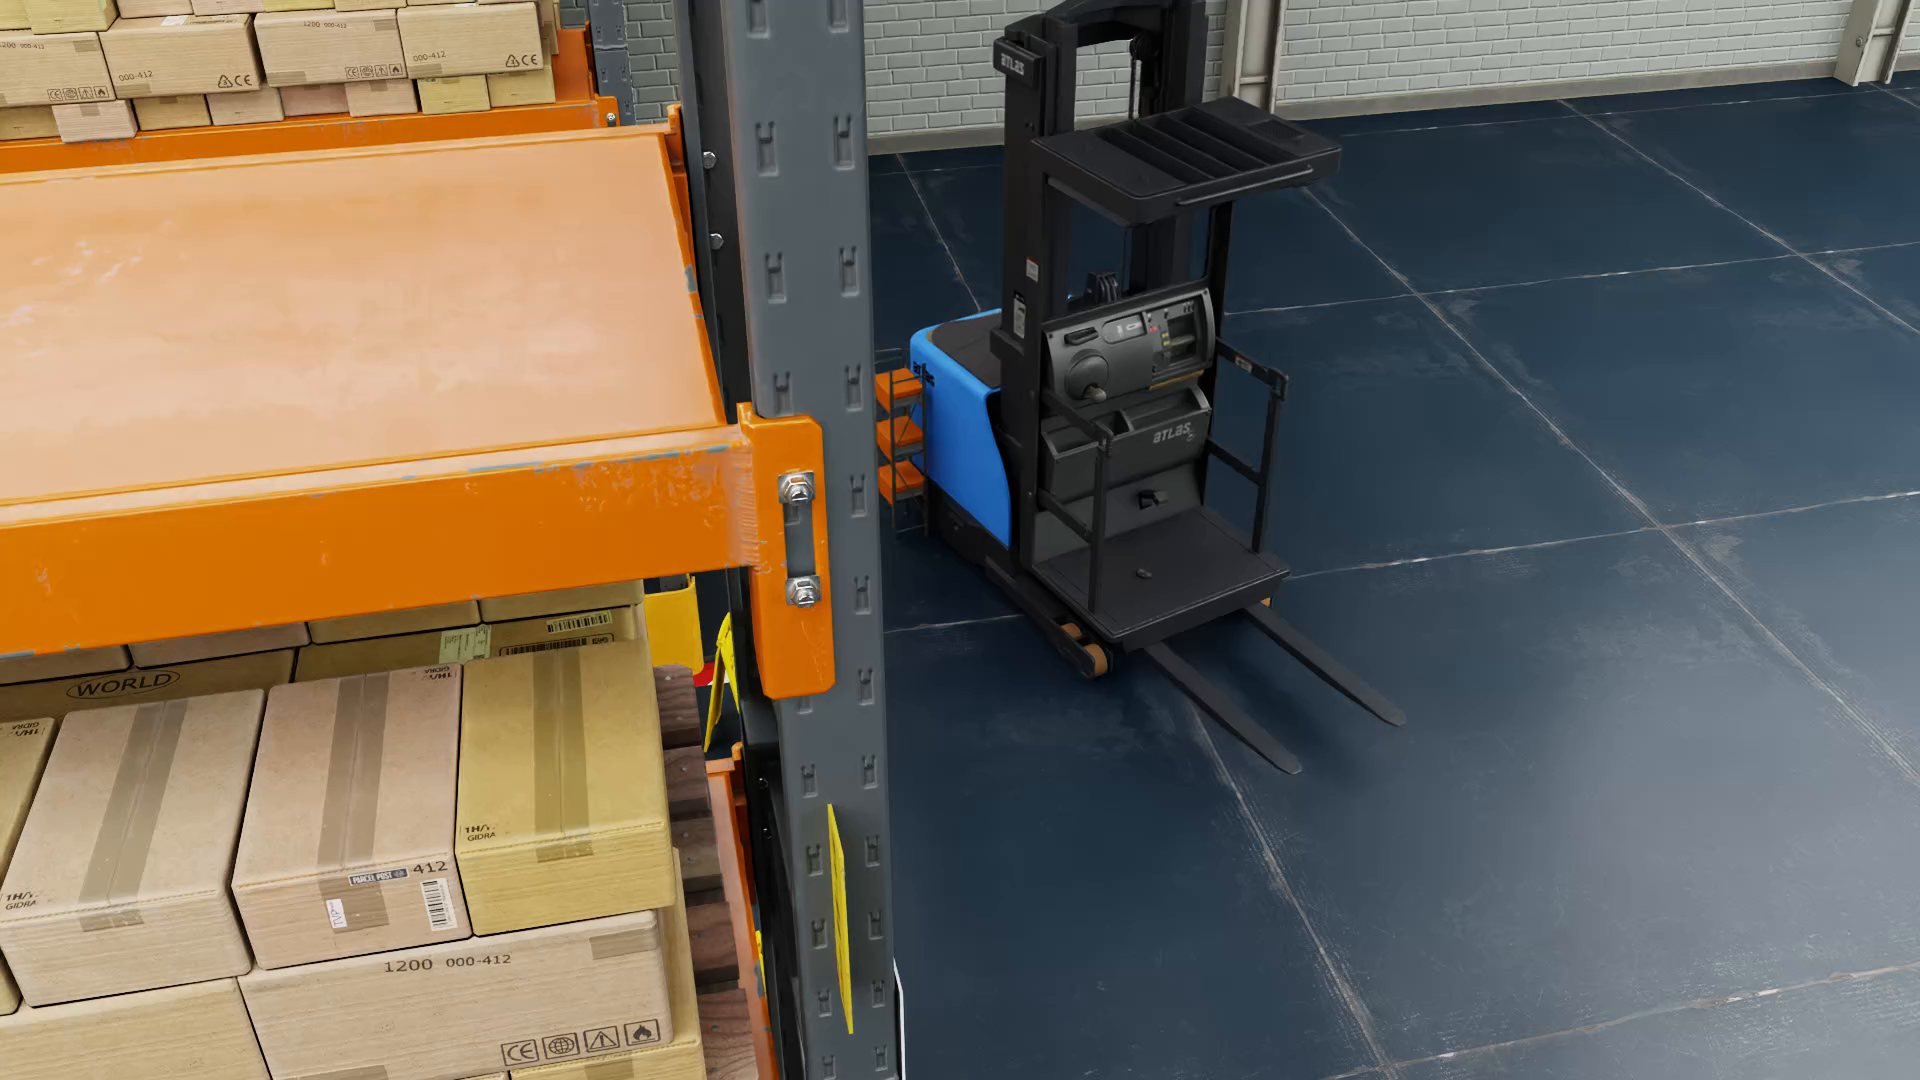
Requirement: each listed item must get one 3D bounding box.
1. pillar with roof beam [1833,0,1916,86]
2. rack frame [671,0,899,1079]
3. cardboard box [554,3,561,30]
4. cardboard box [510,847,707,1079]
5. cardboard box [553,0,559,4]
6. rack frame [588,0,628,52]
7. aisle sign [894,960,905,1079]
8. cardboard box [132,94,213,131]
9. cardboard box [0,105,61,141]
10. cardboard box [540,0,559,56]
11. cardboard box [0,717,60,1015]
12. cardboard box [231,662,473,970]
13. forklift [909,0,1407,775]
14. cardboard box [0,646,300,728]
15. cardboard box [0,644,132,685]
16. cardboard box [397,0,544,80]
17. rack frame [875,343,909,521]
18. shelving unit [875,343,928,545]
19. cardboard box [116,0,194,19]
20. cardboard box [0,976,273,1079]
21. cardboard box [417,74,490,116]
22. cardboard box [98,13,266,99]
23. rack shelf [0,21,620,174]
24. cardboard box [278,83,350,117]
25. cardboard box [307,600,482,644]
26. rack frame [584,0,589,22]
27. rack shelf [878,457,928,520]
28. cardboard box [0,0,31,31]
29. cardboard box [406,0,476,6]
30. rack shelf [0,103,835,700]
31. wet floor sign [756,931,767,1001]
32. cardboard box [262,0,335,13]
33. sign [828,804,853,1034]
[{"bbox_3d":[9.227,-5.633,9.292,0.400,9.000,9.100,-7,35,-11],"label":"pillar with roof beam"},{"bbox_3d":[-0.260,-0.718,1.968,0.127,3.000,1.000,-7,35,-11],"label":"rack frame"},{"bbox_3d":[-2.971,-3.441,11.319,0.500,0.500,0.500,-8,35,-12],"label":"cardboard box"},{"bbox_3d":[-0.510,0.641,2.393,0.250,0.149,0.380,-7,35,-11],"label":"cardboard box"},{"bbox_3d":[-2.826,-3.718,11.150,0.250,0.149,0.380,-7,34,-10],"label":"cardboard box"},{"bbox_3d":[-1.451,-3.396,5.958,0.127,3.000,1.000,-7,35,-11],"label":"rack frame"},{"bbox_3d":[-0.125,0.848,2.685,0.004,0.787,0.394,-7,35,-11],"label":"aisle sign"},{"bbox_3d":[-2.992,-1.708,6.360,0.250,0.149,0.380,-8,35,-12],"label":"cardboard box"},{"bbox_3d":[-3.487,-1.649,6.272,0.250,0.149,0.380,-7,34,-10],"label":"cardboard box"},{"bbox_3d":[-1.846,-2.182,7.066,0.250,0.149,0.380,-7,35,-10],"label":"cardboard box"},{"bbox_3d":[-1.260,0.404,2.030,0.250,0.149,0.380,-7,34,-10],"label":"cardboard box"},{"bbox_3d":[-0.758,0.340,2.125,0.250,0.149,0.380,-7,34,-10],"label":"cardboard box"},{"bbox_3d":[0.915,-0.850,7.609,1.130,2.935,3.031,-19,38,-25],"label":"forklift"},{"bbox_3d":[-1.282,0.233,2.643,0.500,0.250,0.500,-8,35,-11],"label":"cardboard box"},{"bbox_3d":[-1.397,0.045,2.565,0.250,0.149,0.380,-7,34,-10],"label":"cardboard box"},{"bbox_3d":[-1.890,-2.003,6.441,0.500,0.250,0.500,-8,35,-11],"label":"cardboard box"},{"bbox_3d":[-0.373,-0.559,8.864,0.200,1.050,0.008,-15,37,-22],"label":"rack frame"},{"bbox_3d":[-0.319,-0.498,8.773,0.215,1.050,0.252,-15,37,-22],"label":"shelving unit"},{"bbox_3d":[-2.980,-2.076,6.193,0.250,0.149,0.380,-8,35,-12],"label":"cardboard box"},{"bbox_3d":[-1.164,0.523,2.211,0.500,0.250,0.500,-7,35,-10],"label":"cardboard box"},{"bbox_3d":[-1.972,-1.802,6.500,0.250,0.149,0.380,-7,34,-10],"label":"cardboard box"},{"bbox_3d":[-2.886,-1.875,6.251,0.500,0.250,0.500,-6,34,-9],"label":"cardboard box"},{"bbox_3d":[-3.401,-1.606,6.628,4.000,0.370,1.077,-7,35,-11],"label":"rack shelf"},{"bbox_3d":[-2.501,-1.793,6.487,0.250,0.149,0.380,-7,34,-10],"label":"cardboard box"},{"bbox_3d":[-0.900,-0.017,2.658,0.250,0.149,0.380,-7,34,-10],"label":"cardboard box"},{"bbox_3d":[-2.549,-3.602,11.649,0.127,3.000,1.000,-7,35,-11],"label":"rack frame"},{"bbox_3d":[-0.319,-0.258,8.934,0.215,0.259,0.240,-15,37,-22],"label":"rack shelf"},{"bbox_3d":[-3.475,-1.983,6.054,0.250,0.149,0.380,-7,34,-10],"label":"cardboard box"},{"bbox_3d":[-1.975,-2.165,6.325,0.250,0.149,0.380,-7,34,-10],"label":"cardboard box"},{"bbox_3d":[-2.211,-0.008,1.913,4.000,0.370,1.077,-7,35,-11],"label":"rack shelf"},{"bbox_3d":[-0.669,1.671,5.904,0.232,0.644,0.267,-13,36,-19],"label":"wet floor sign"},{"bbox_3d":[-2.479,-2.120,6.258,0.250,0.149,0.380,-7,34,-10],"label":"cardboard box"},{"bbox_3d":[-0.154,0.489,2.137,0.005,0.325,0.100,-7,35,-11],"label":"sign"}]
